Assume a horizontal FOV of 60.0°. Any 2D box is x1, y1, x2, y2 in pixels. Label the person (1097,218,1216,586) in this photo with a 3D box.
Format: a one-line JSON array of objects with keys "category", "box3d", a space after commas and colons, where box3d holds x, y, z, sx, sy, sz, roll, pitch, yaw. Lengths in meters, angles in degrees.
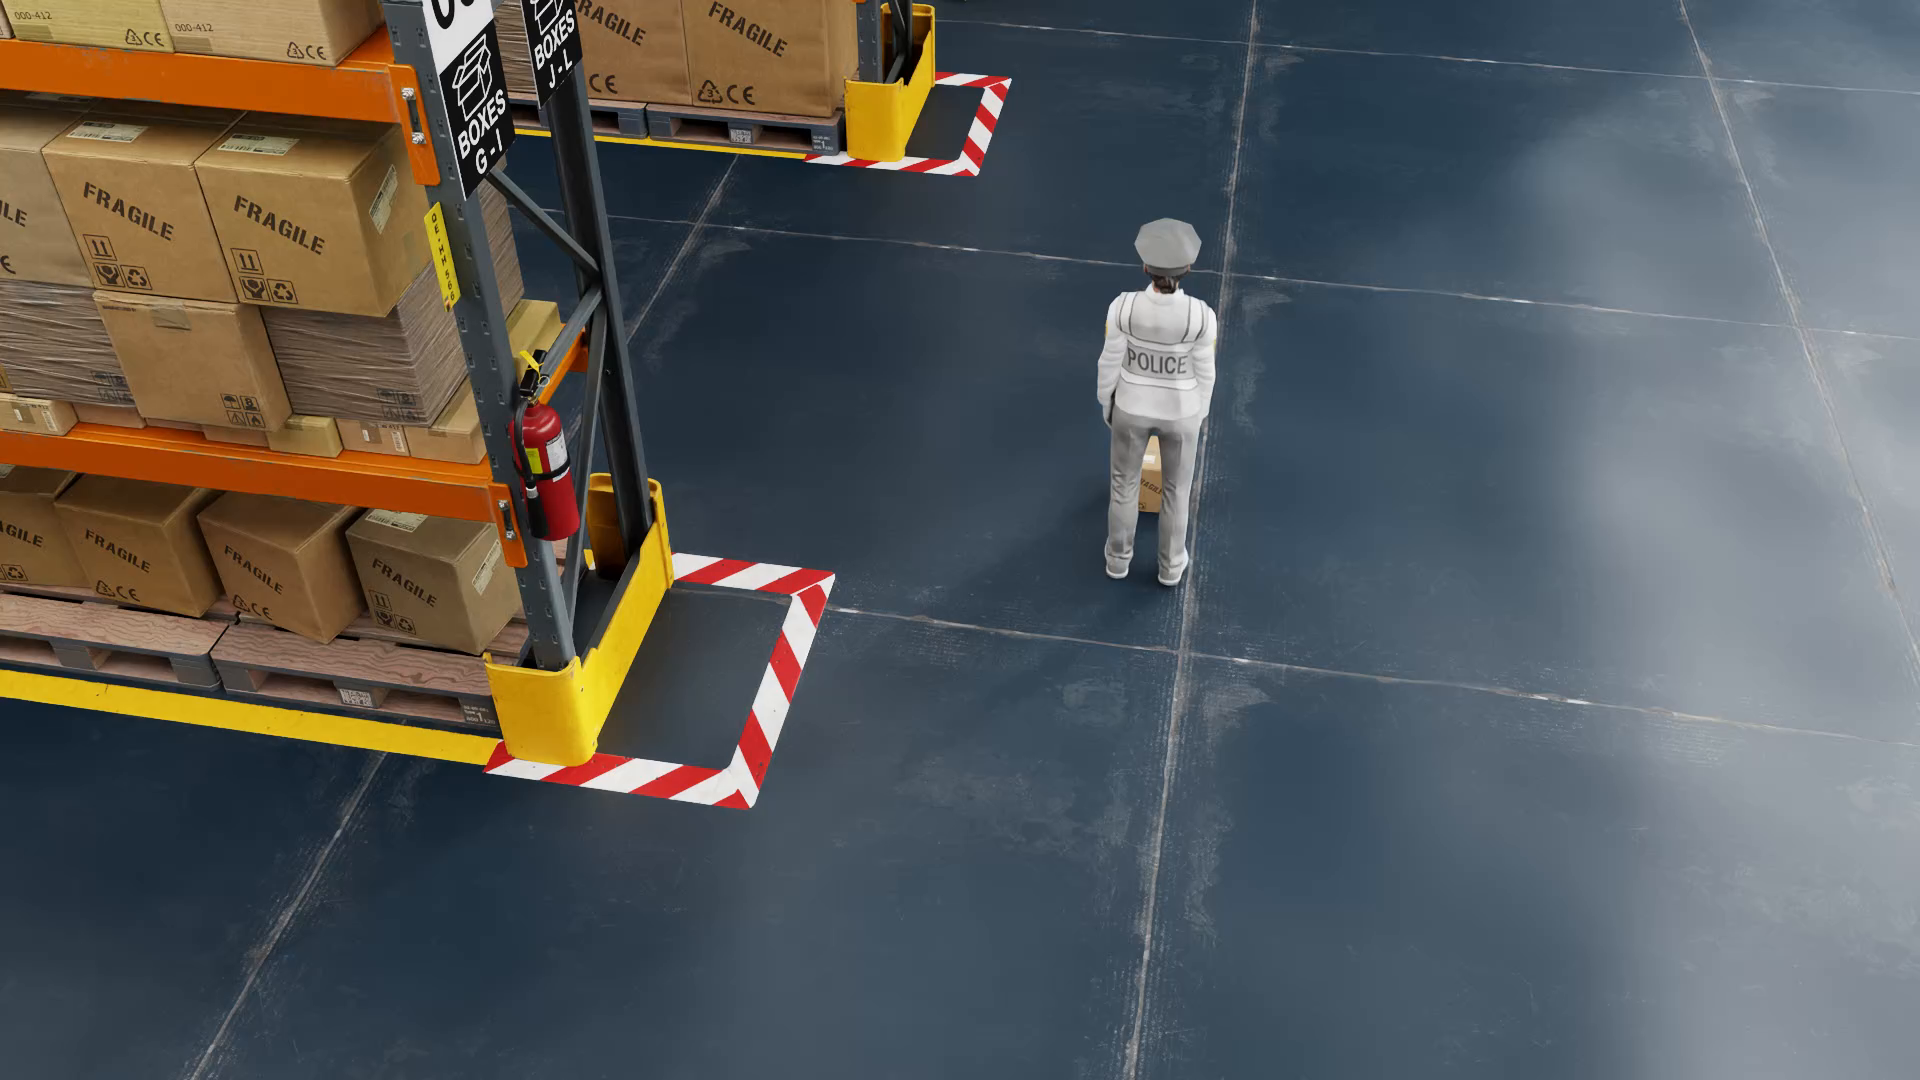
[{"category": "person", "box3d": [0.787, -0.535, 6.774, 0.467, 1.683, 0.337, 7, 41, 9]}]
